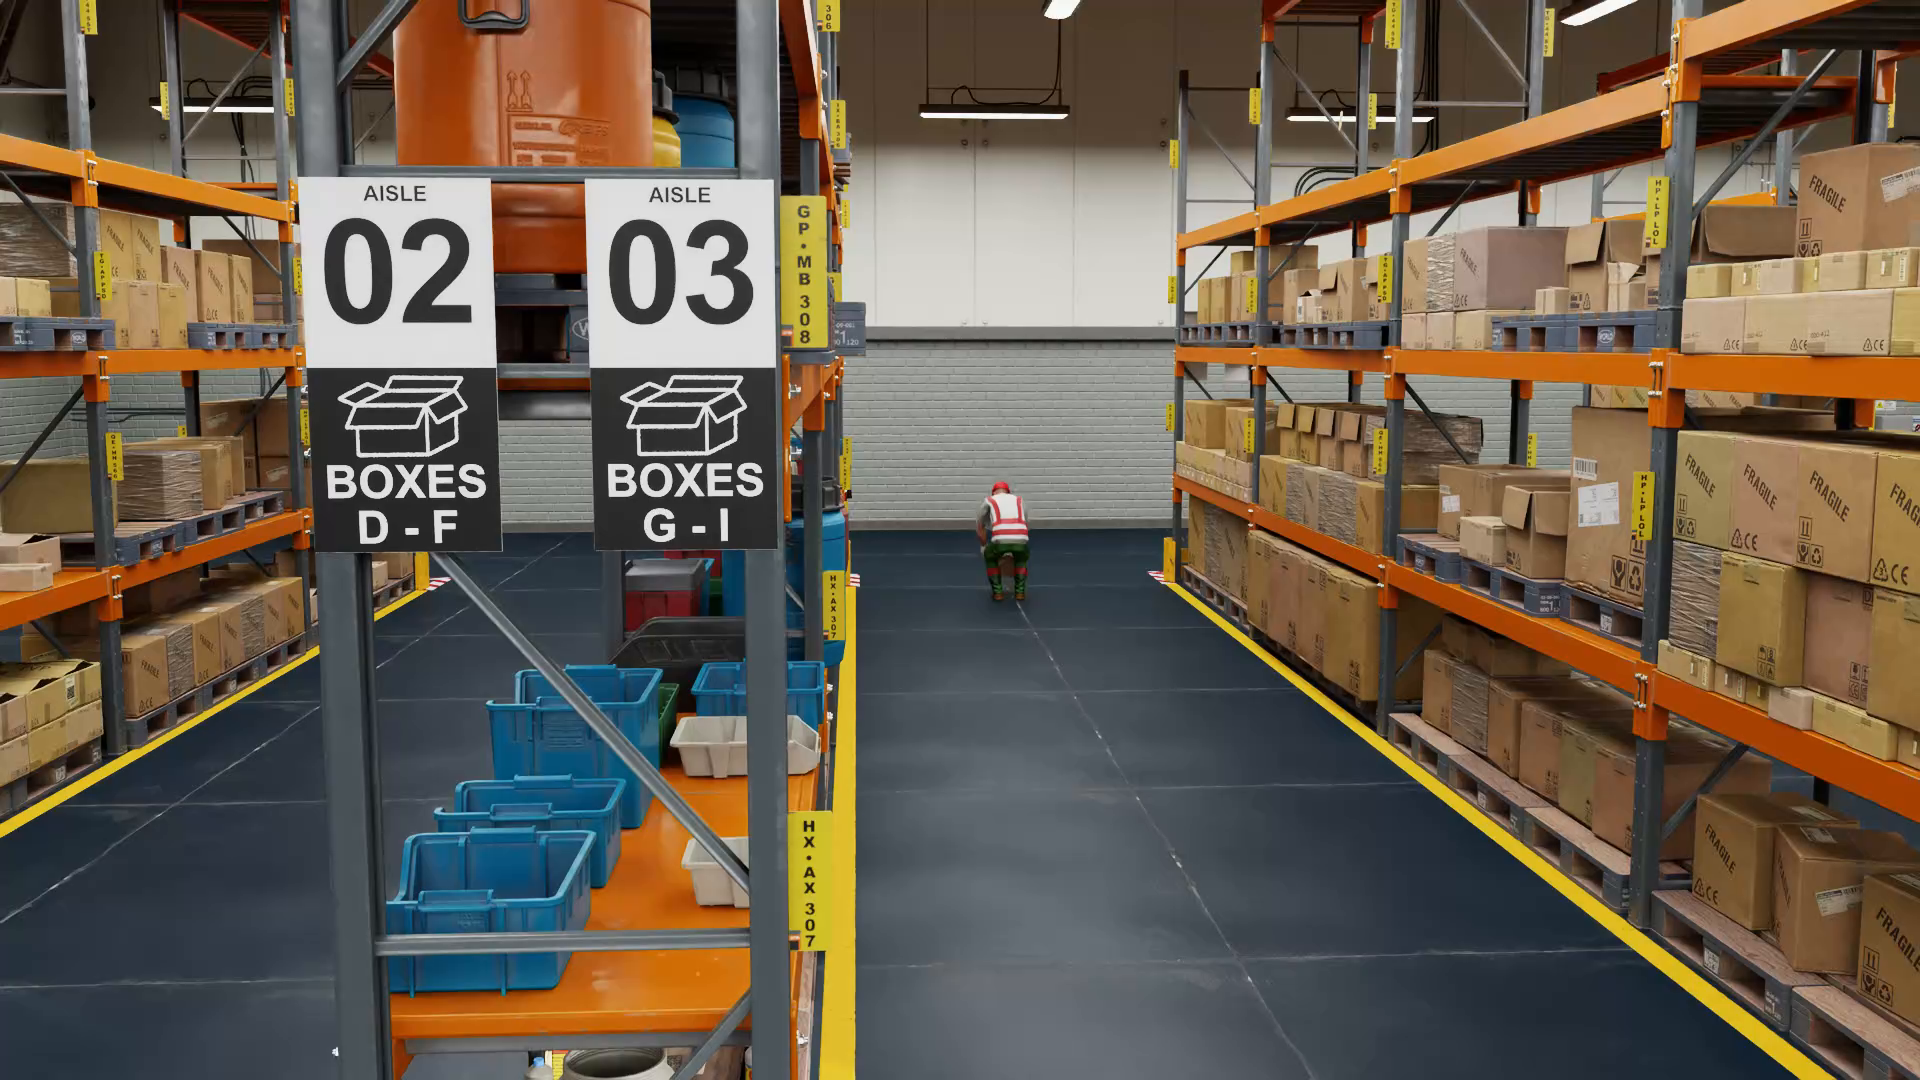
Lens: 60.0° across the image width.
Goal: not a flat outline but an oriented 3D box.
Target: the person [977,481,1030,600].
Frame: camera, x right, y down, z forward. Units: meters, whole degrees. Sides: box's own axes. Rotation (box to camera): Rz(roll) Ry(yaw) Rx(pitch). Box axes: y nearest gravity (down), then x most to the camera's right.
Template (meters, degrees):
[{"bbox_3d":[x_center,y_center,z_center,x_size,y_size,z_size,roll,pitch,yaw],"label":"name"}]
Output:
[{"bbox_3d":[0.490,0.008,18.670,0.586,1.295,0.816,0,7,-4],"label":"person"}]
